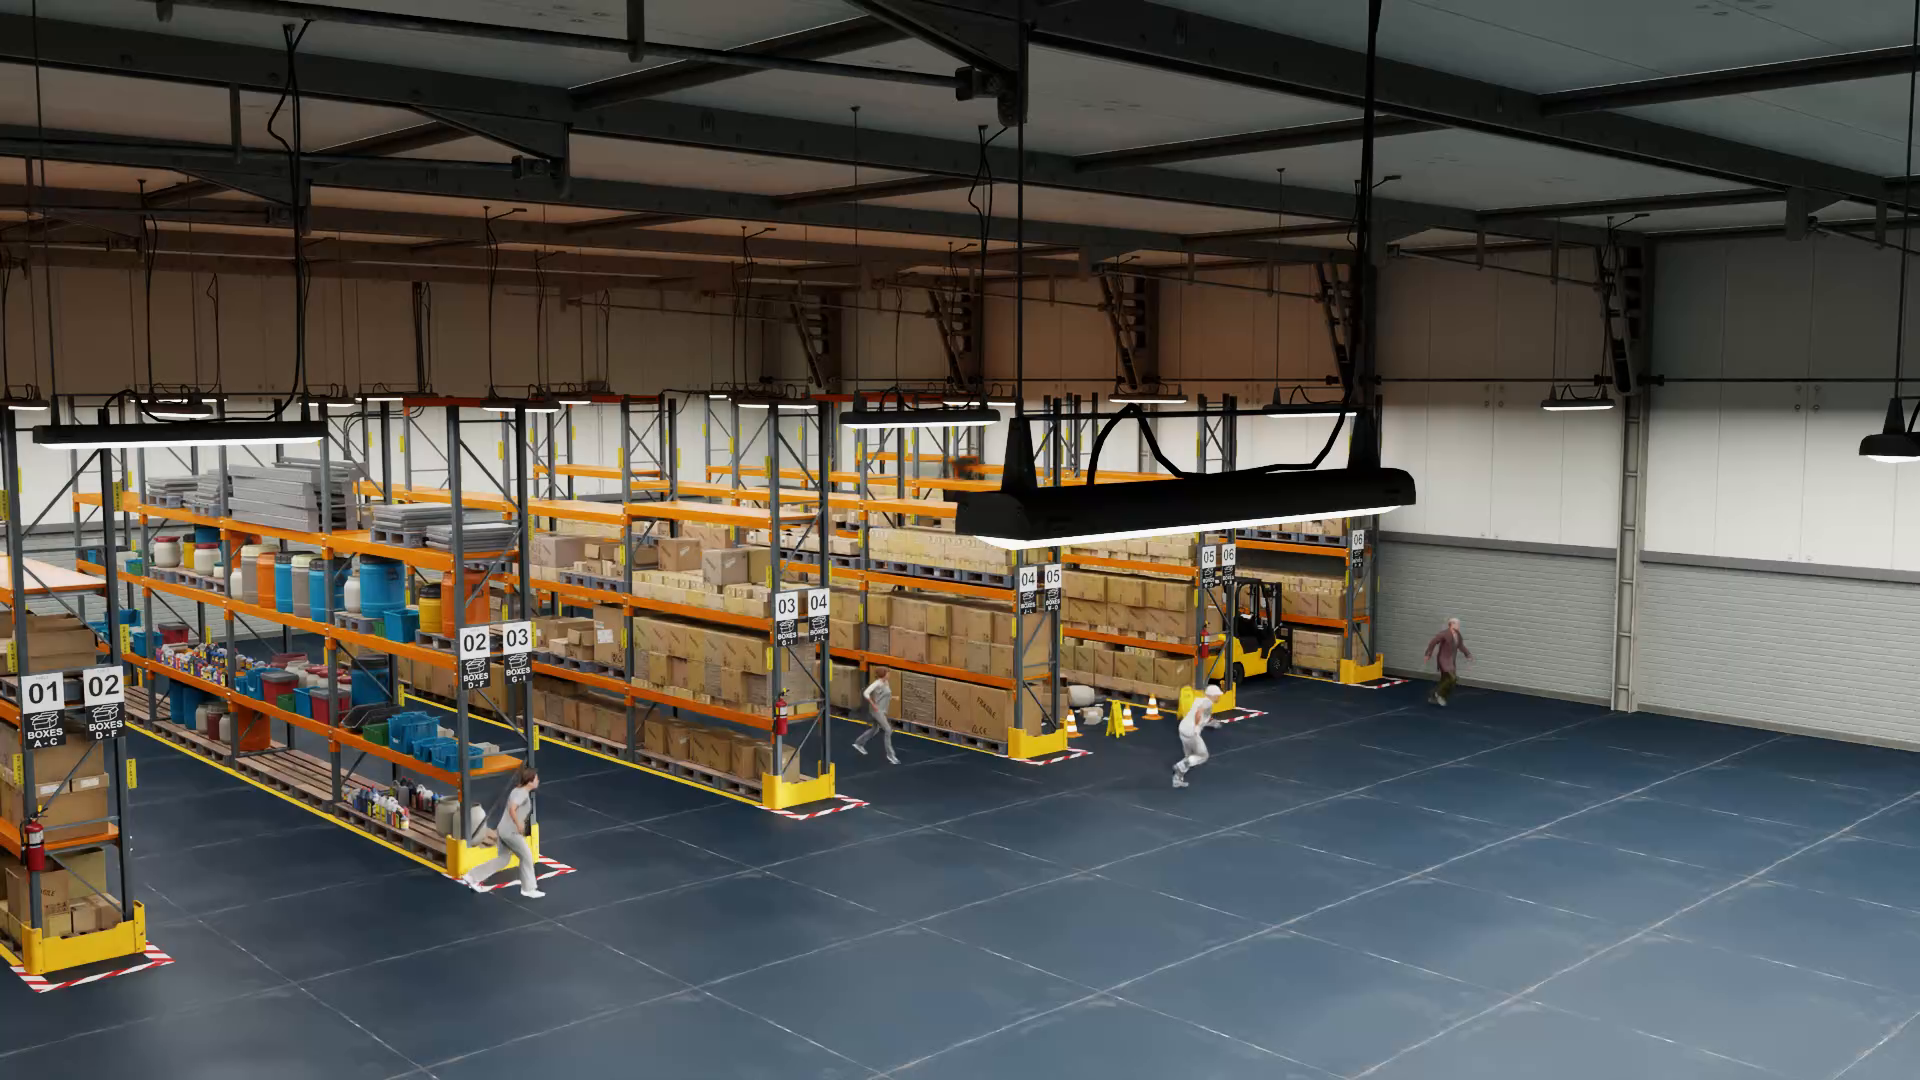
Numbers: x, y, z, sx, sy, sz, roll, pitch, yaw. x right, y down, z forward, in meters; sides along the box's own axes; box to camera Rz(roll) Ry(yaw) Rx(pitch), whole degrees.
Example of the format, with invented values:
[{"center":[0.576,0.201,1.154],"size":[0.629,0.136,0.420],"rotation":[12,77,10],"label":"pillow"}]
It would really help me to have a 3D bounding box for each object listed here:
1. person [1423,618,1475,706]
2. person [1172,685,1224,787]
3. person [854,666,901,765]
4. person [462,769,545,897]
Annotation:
[{"center":[9.453,2.353,32.088],"size":[0.685,1.729,0.871],"rotation":[-5,7,-41],"label":"person"},{"center":[3.702,3.052,25.774],"size":[0.810,1.590,0.697],"rotation":[-1,6,-10],"label":"person"},{"center":[-1.383,2.876,27.491],"size":[0.869,1.621,0.571],"rotation":[2,6,17],"label":"person"},{"center":[-5.539,3.606,20.156],"size":[0.974,1.625,0.584],"rotation":[-2,6,-18],"label":"person"}]
